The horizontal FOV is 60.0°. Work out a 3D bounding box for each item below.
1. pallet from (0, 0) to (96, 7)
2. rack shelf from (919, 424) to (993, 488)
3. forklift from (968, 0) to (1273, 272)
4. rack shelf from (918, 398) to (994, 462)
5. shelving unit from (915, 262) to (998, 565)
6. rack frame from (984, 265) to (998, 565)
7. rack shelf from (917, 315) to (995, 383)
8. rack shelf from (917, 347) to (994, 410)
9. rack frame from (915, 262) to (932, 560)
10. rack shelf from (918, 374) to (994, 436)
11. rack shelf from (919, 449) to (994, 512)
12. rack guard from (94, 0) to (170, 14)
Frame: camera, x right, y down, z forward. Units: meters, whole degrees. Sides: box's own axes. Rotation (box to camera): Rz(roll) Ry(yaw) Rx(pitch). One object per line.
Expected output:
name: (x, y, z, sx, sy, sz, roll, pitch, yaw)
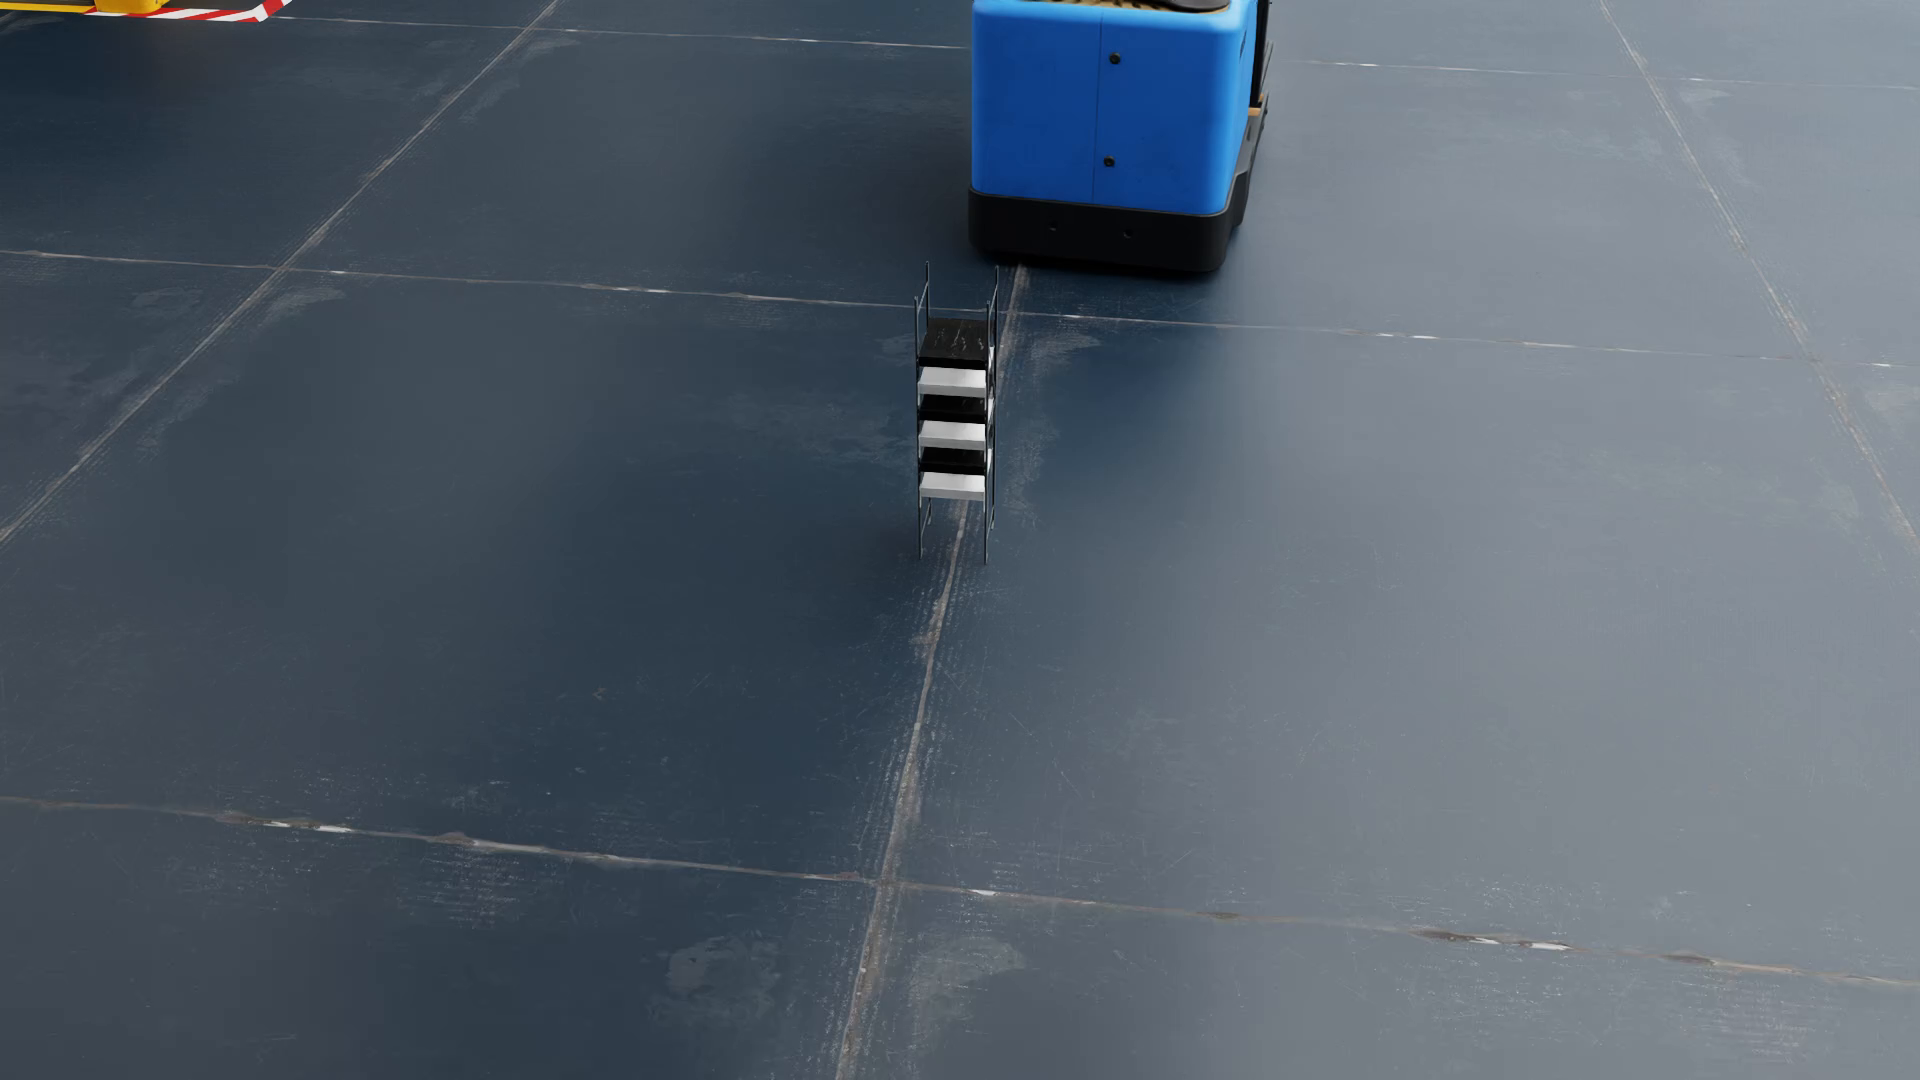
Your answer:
pallet: (-5.494, -3.476, 9.938, 1.213, 0.211, 1.003, 4, 36, 6)
rack shelf: (-0.008, -0.267, 5.061, 0.200, 0.077, 0.258, 4, 36, 6)
forklift: (0.872, -3.115, 7.092, 1.130, 2.935, 3.031, 8, 36, 11)
rack shelf: (-0.008, -0.340, 5.009, 0.200, 0.077, 0.258, 4, 36, 6)
shelving unit: (-0.008, -0.367, 4.989, 0.210, 0.900, 0.258, 4, 36, 6)
rack frame: (0.093, -0.359, 4.979, 0.006, 0.900, 0.240, 4, 36, 6)
rack shelf: (-0.008, -0.560, 4.852, 0.200, 0.077, 0.258, 4, 36, 6)
rack shelf: (-0.008, -0.486, 4.904, 0.200, 0.077, 0.258, 4, 36, 6)
rack frame: (-0.109, -0.374, 5.000, 0.006, 0.900, 0.240, 4, 36, 6)
rack shelf: (-0.008, -0.413, 4.957, 0.200, 0.077, 0.258, 4, 36, 6)
rack shelf: (-0.008, -0.193, 5.113, 0.200, 0.077, 0.258, 4, 36, 6)
rack guard: (-4.689, -3.530, 9.766, 0.348, 0.500, 1.175, 4, 36, 6)
